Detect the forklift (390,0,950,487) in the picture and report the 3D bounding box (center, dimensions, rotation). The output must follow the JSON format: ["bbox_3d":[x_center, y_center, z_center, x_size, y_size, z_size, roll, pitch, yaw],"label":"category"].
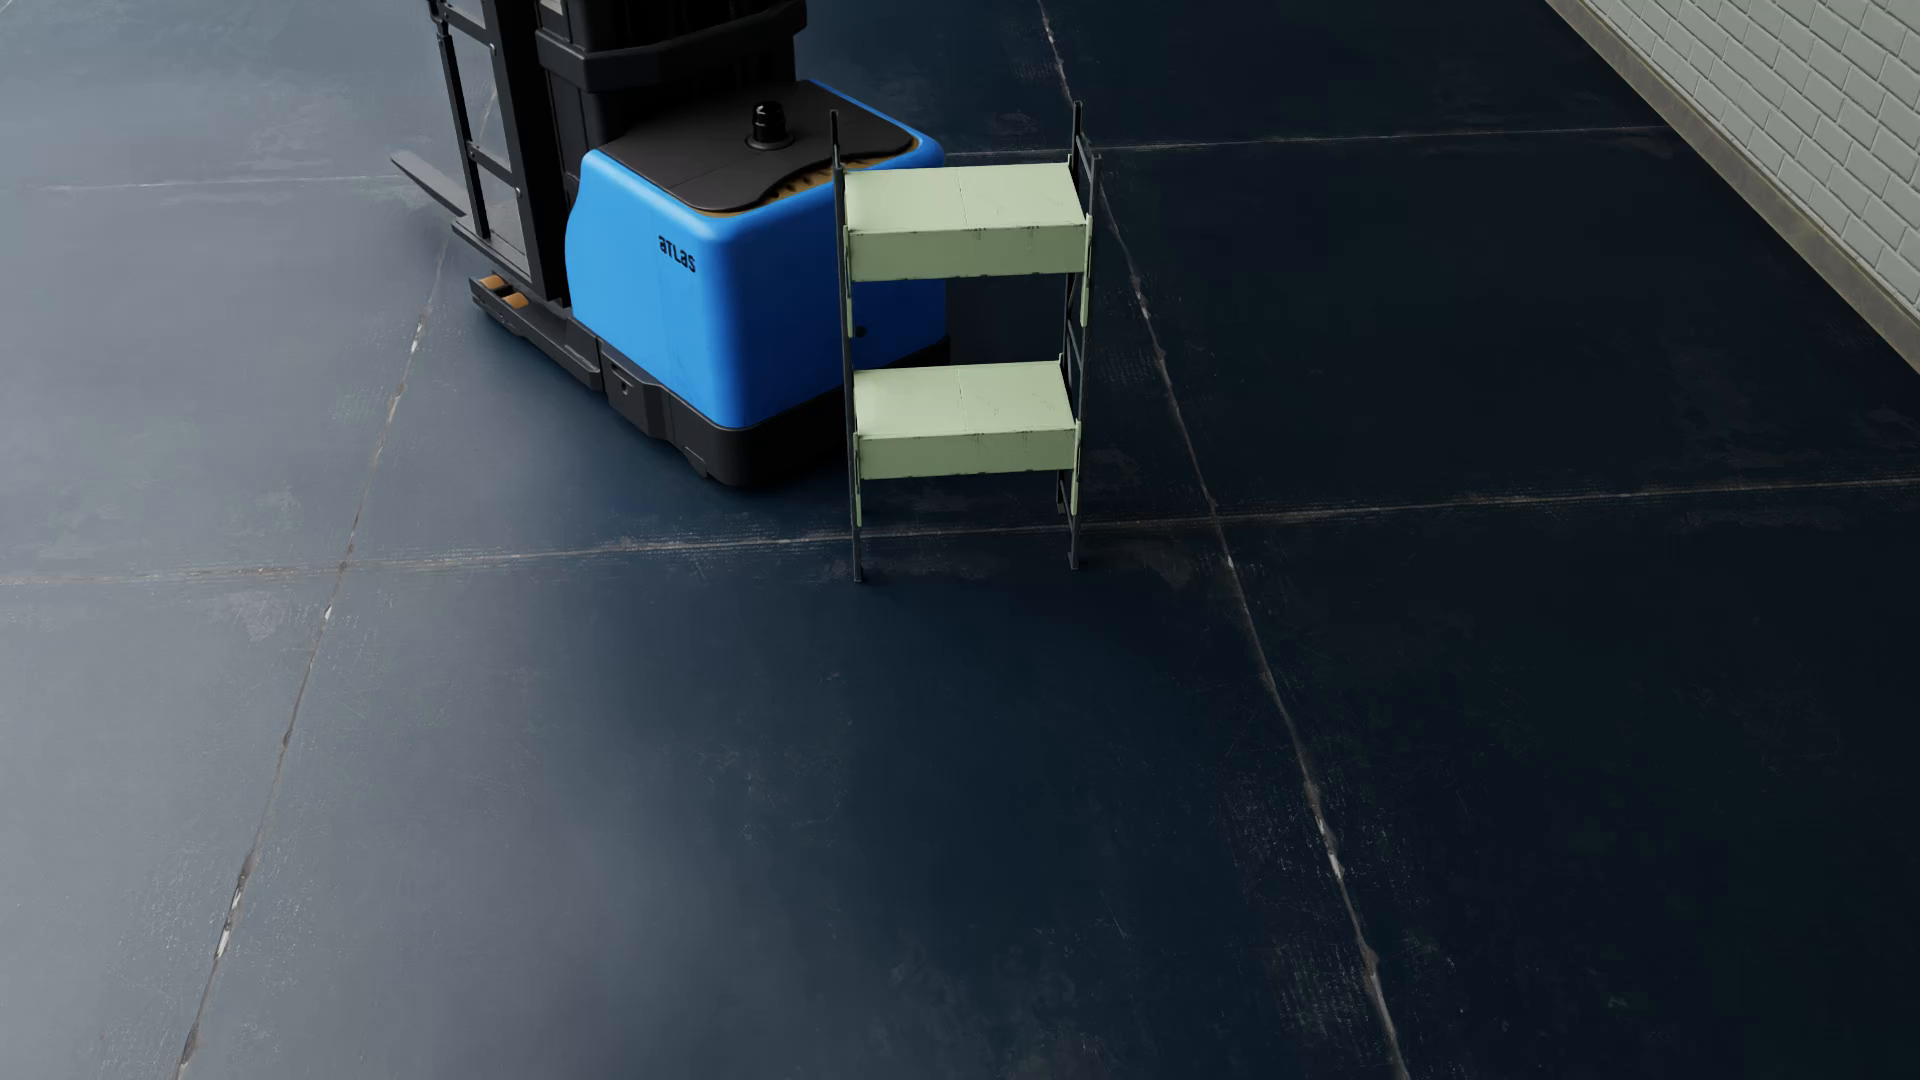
[{"bbox_3d":[-1.380,-2.176,6.142,1.130,2.935,3.031,-28,46,-31],"label":"forklift"}]

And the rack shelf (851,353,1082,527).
[{"bbox_3d":[0.007,-0.333,5.488,0.720,0.370,0.431,-3,38,-4],"label":"rack shelf"}]

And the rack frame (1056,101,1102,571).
[{"bbox_3d":[0.371,-0.609,5.311,0.023,1.500,0.400,-3,38,-4],"label":"rack frame"}]

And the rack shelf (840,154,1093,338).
[{"bbox_3d":[0.007,-0.896,5.044,0.720,0.370,0.431,-3,38,-4],"label":"rack shelf"}]

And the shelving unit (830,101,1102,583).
[{"bbox_3d":[0.007,-0.589,5.286,0.755,1.500,0.431,-3,38,-4],"label":"shelving unit"}]

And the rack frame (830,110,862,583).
[{"bbox_3d":[-0.358,-0.569,5.260,0.023,1.500,0.400,-3,38,-4],"label":"rack frame"}]
